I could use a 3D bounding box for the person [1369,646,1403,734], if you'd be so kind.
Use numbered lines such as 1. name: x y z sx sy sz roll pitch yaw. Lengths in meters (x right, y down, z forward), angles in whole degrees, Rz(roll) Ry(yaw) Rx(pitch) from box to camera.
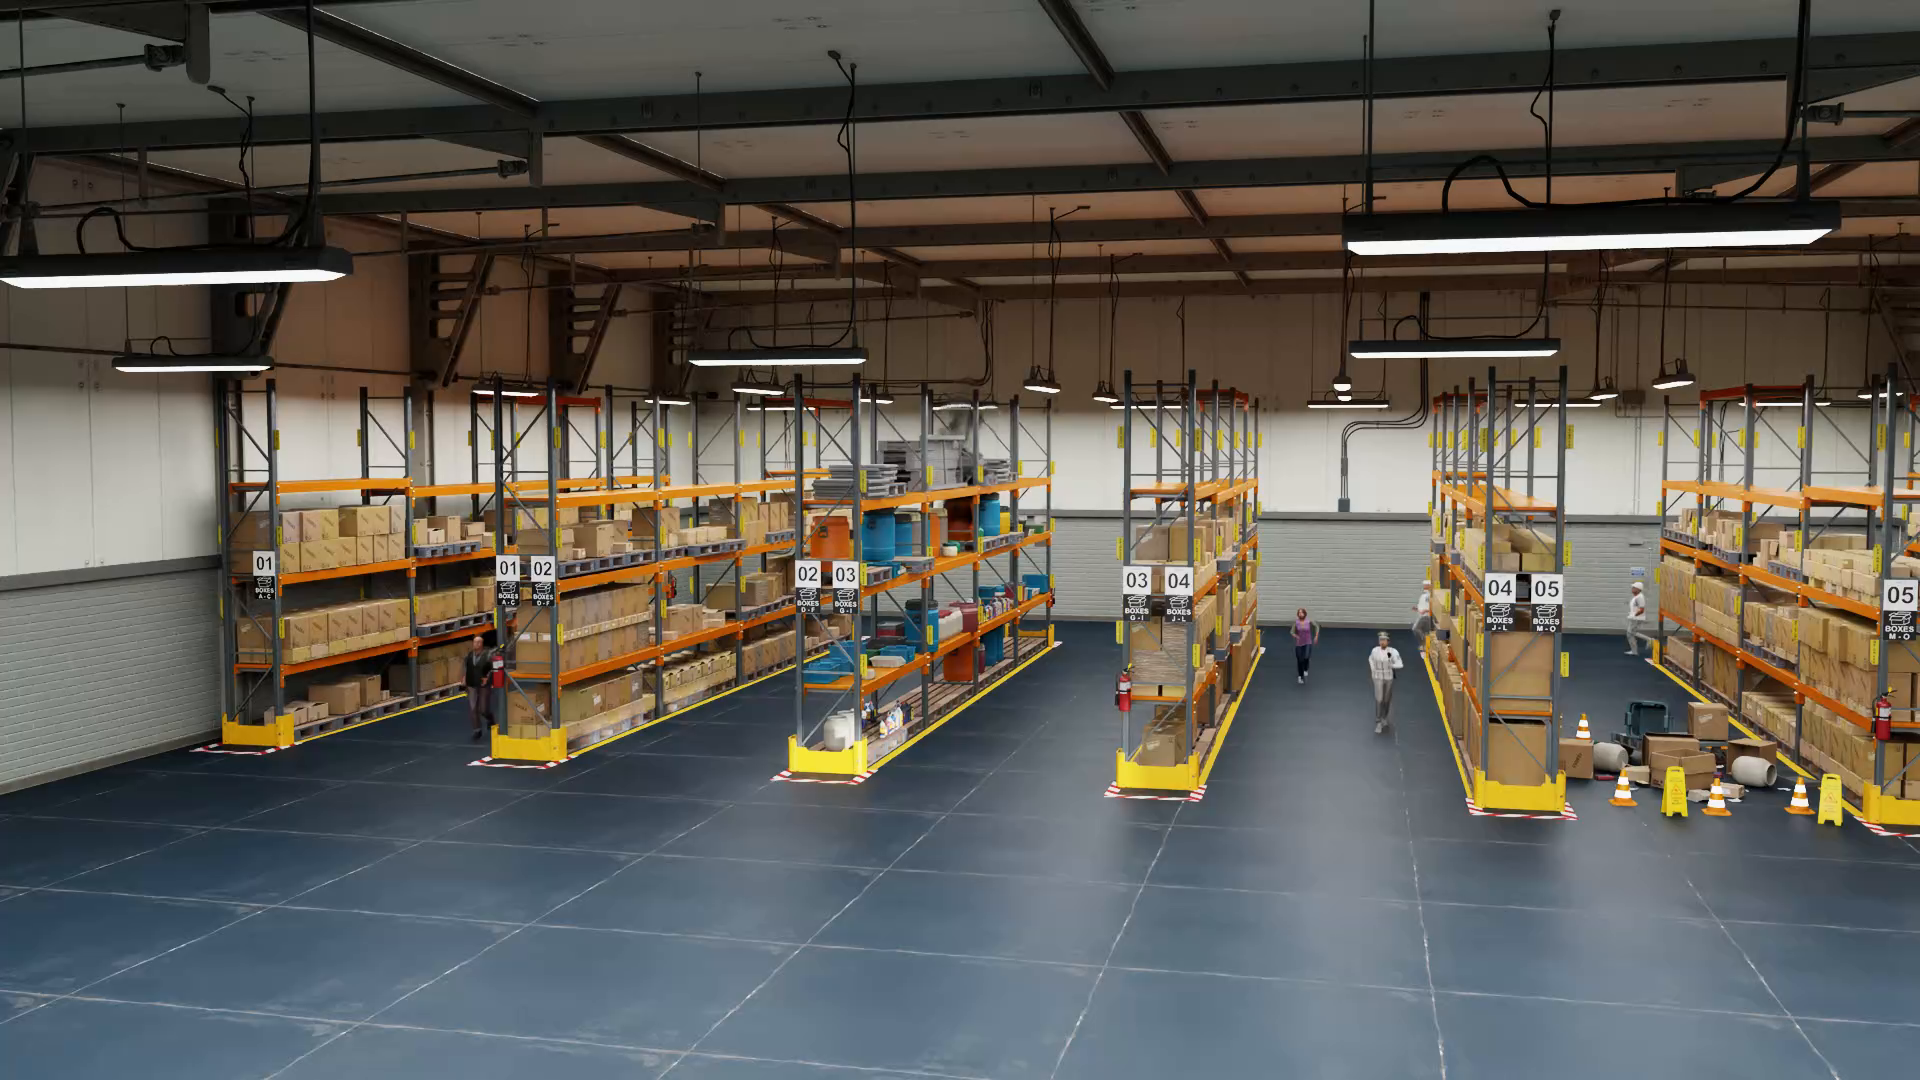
1. person: 7.340 2.567 28.685 0.584 1.509 0.775 1 4 17

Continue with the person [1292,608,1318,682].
1. person: 7.064 2.172 34.118 0.530 1.542 0.745 1 4 18

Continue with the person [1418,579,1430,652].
1. person: 11.029 1.777 39.342 0.376 1.756 0.461 0 3 4

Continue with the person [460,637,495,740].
1. person: -8.112 2.475 28.056 0.670 1.704 0.687 0 3 1

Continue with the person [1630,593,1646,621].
1. person: 15.738 1.544 38.600 0.350 0.631 0.667 1 4 17
